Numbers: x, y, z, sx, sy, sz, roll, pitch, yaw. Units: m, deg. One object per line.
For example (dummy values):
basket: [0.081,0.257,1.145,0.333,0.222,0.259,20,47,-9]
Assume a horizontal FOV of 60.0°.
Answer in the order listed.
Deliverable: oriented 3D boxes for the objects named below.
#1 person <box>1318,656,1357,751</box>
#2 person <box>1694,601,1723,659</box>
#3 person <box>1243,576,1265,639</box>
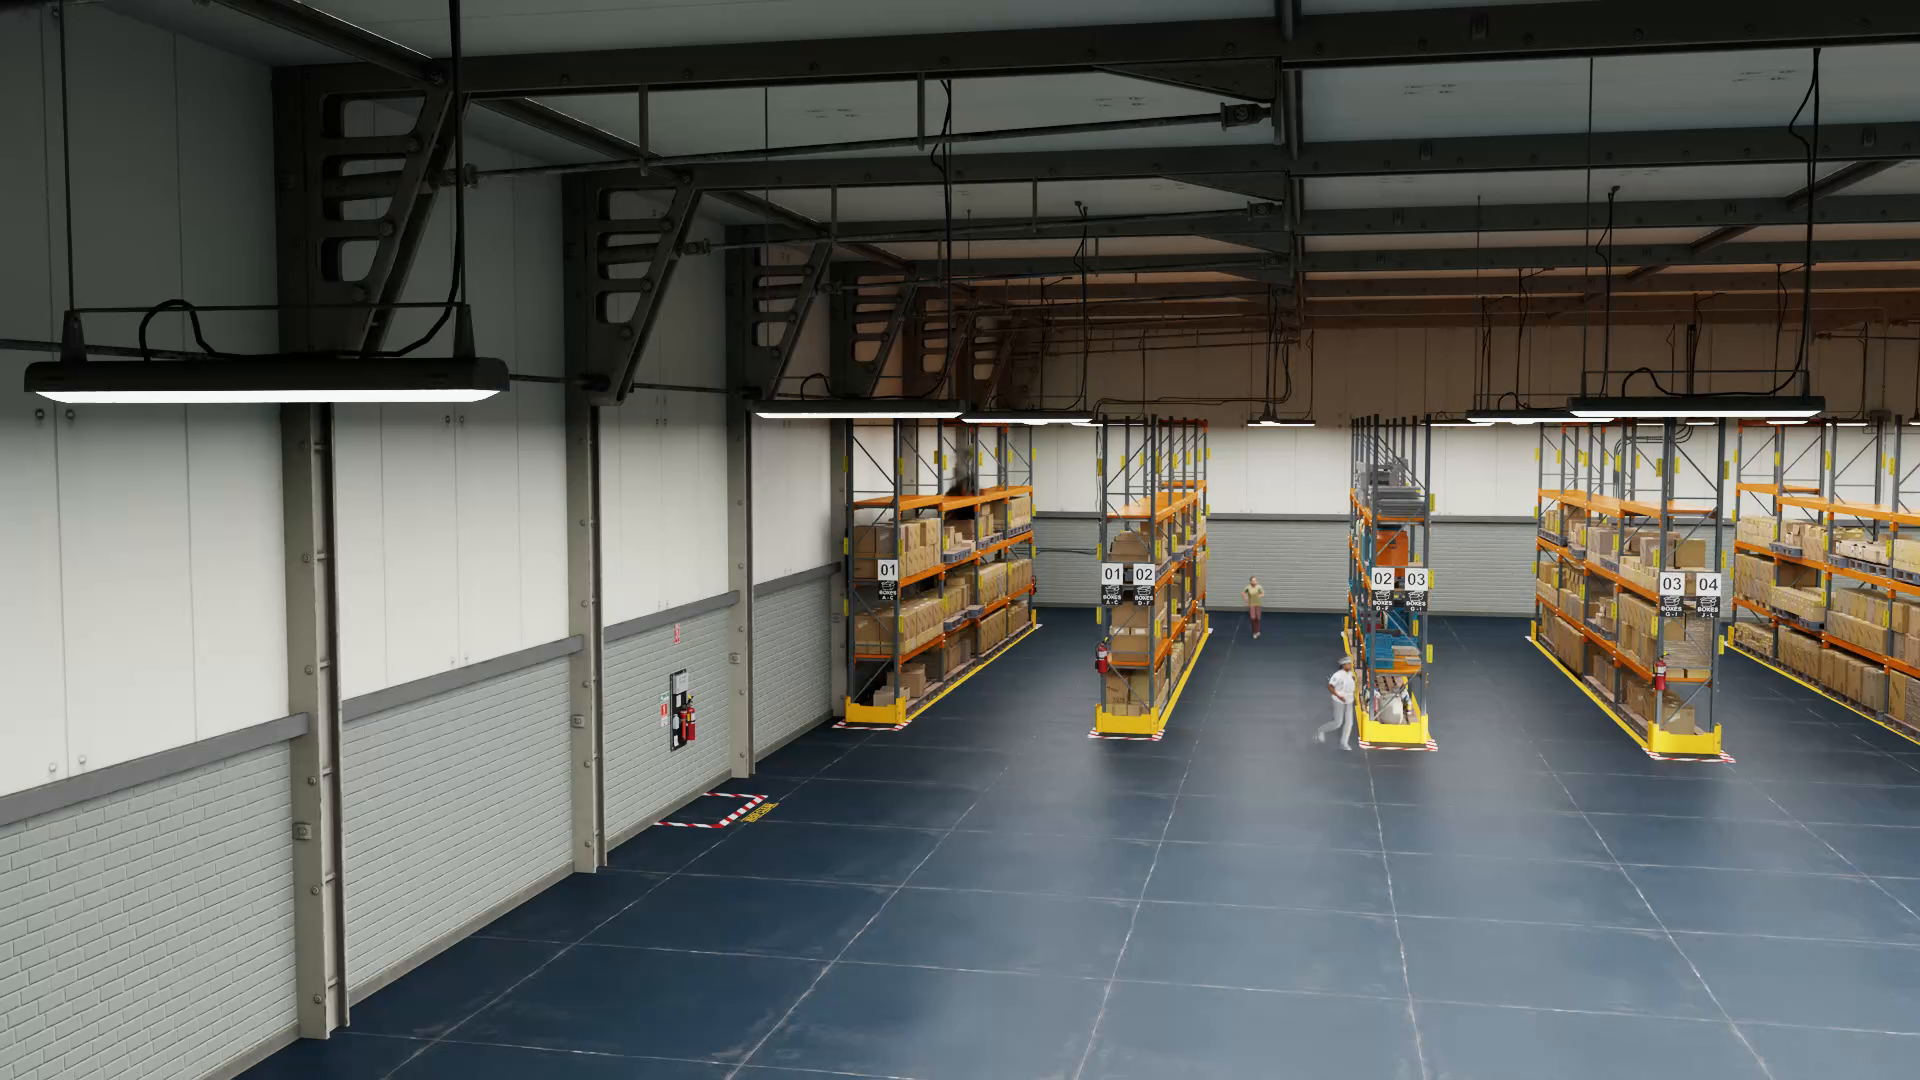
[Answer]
person: [6.898,2.907,29.899,0.637,1.645,0.801,-2,4,-31]
person: [18.644,2.041,41.426,0.659,1.770,1.004,1,4,11]
person: [8.094,1.854,45.759,0.581,1.731,0.727,0,4,2]
